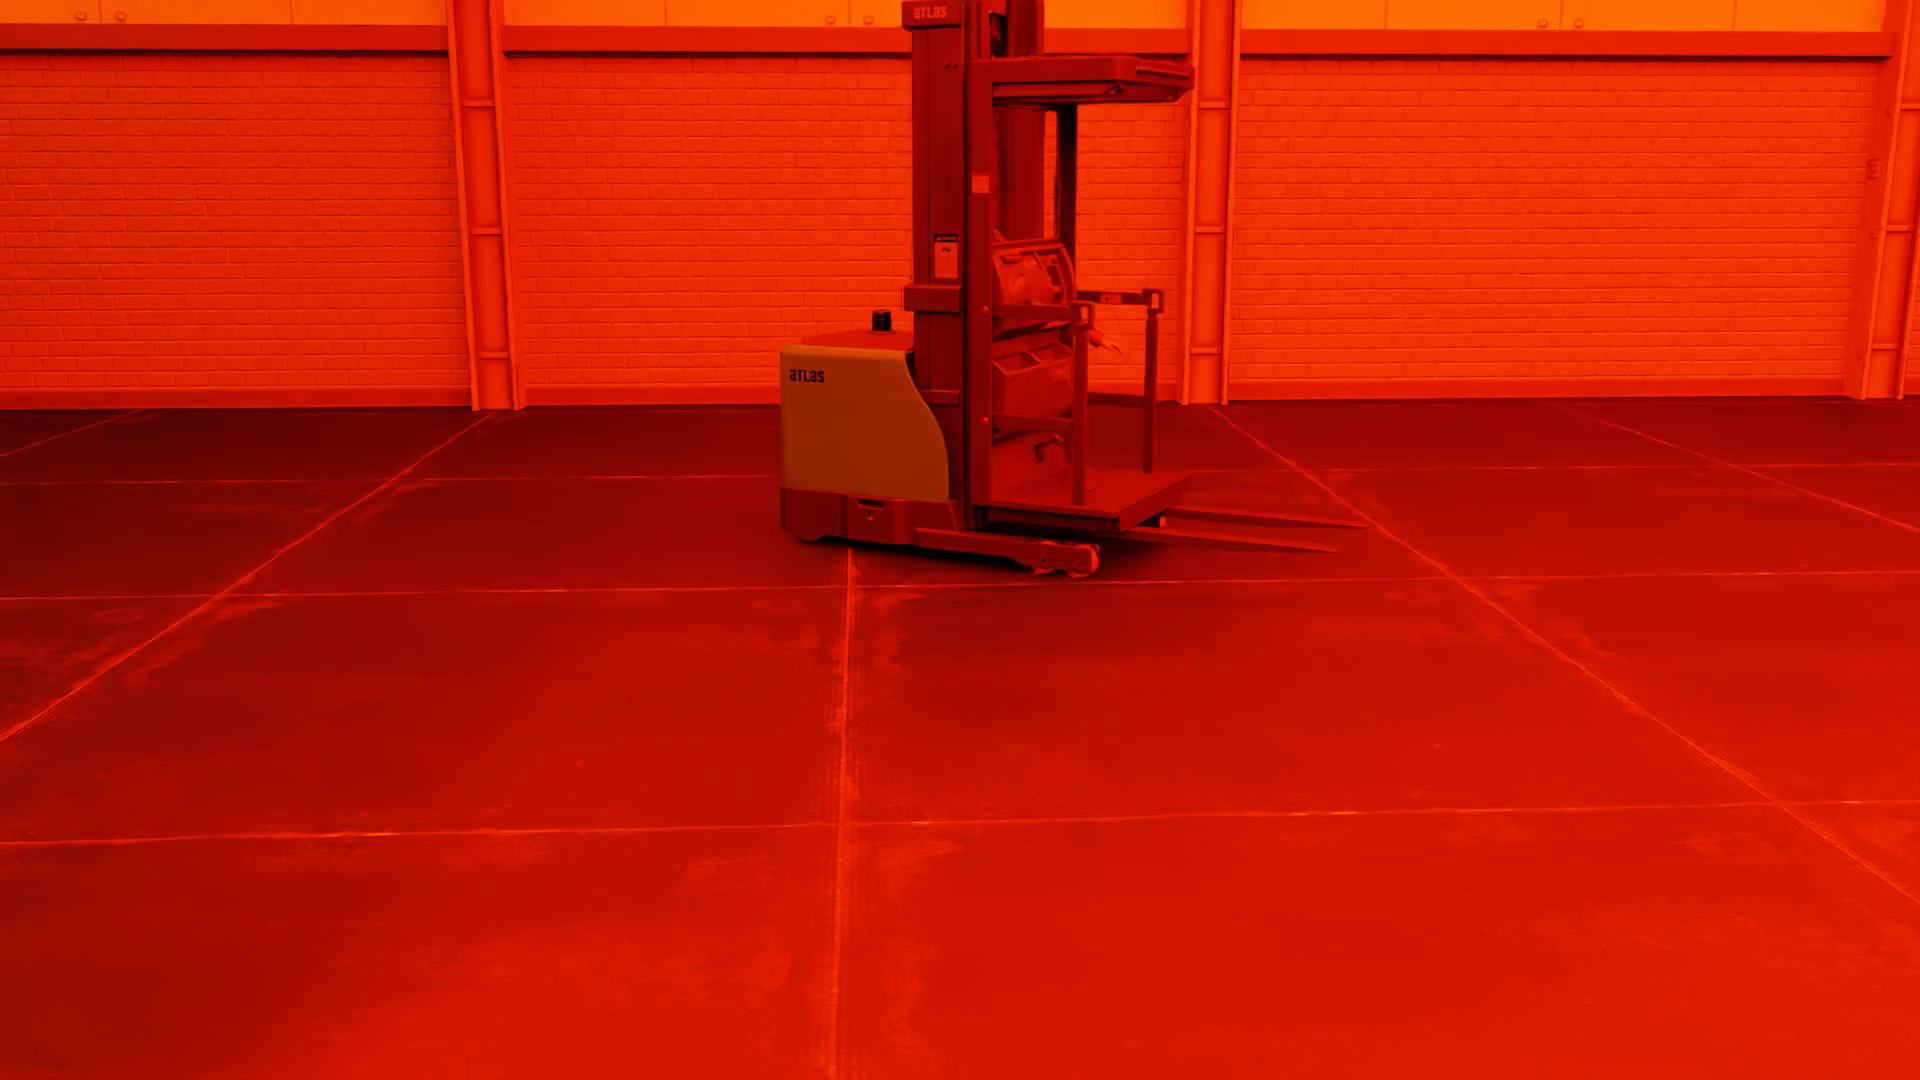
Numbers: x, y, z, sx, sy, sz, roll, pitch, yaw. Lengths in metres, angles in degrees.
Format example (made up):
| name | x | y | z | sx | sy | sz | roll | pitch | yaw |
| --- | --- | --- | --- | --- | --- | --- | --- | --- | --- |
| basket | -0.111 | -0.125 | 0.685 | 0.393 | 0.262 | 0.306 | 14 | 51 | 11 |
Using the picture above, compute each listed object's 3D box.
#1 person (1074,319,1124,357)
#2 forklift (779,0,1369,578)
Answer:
| name | x | y | z | sx | sy | sz | roll | pitch | yaw |
| --- | --- | --- | --- | --- | --- | --- | --- | --- | --- |
| person | 0.624 | -1.195 | 11.076 | 0.992 | 1.506 | 0.844 | 0 | 13 | -1 |
| forklift | 0.571 | -1.372 | 8.525 | 3.031 | 2.935 | 1.130 | 6 | 14 | 26 |
